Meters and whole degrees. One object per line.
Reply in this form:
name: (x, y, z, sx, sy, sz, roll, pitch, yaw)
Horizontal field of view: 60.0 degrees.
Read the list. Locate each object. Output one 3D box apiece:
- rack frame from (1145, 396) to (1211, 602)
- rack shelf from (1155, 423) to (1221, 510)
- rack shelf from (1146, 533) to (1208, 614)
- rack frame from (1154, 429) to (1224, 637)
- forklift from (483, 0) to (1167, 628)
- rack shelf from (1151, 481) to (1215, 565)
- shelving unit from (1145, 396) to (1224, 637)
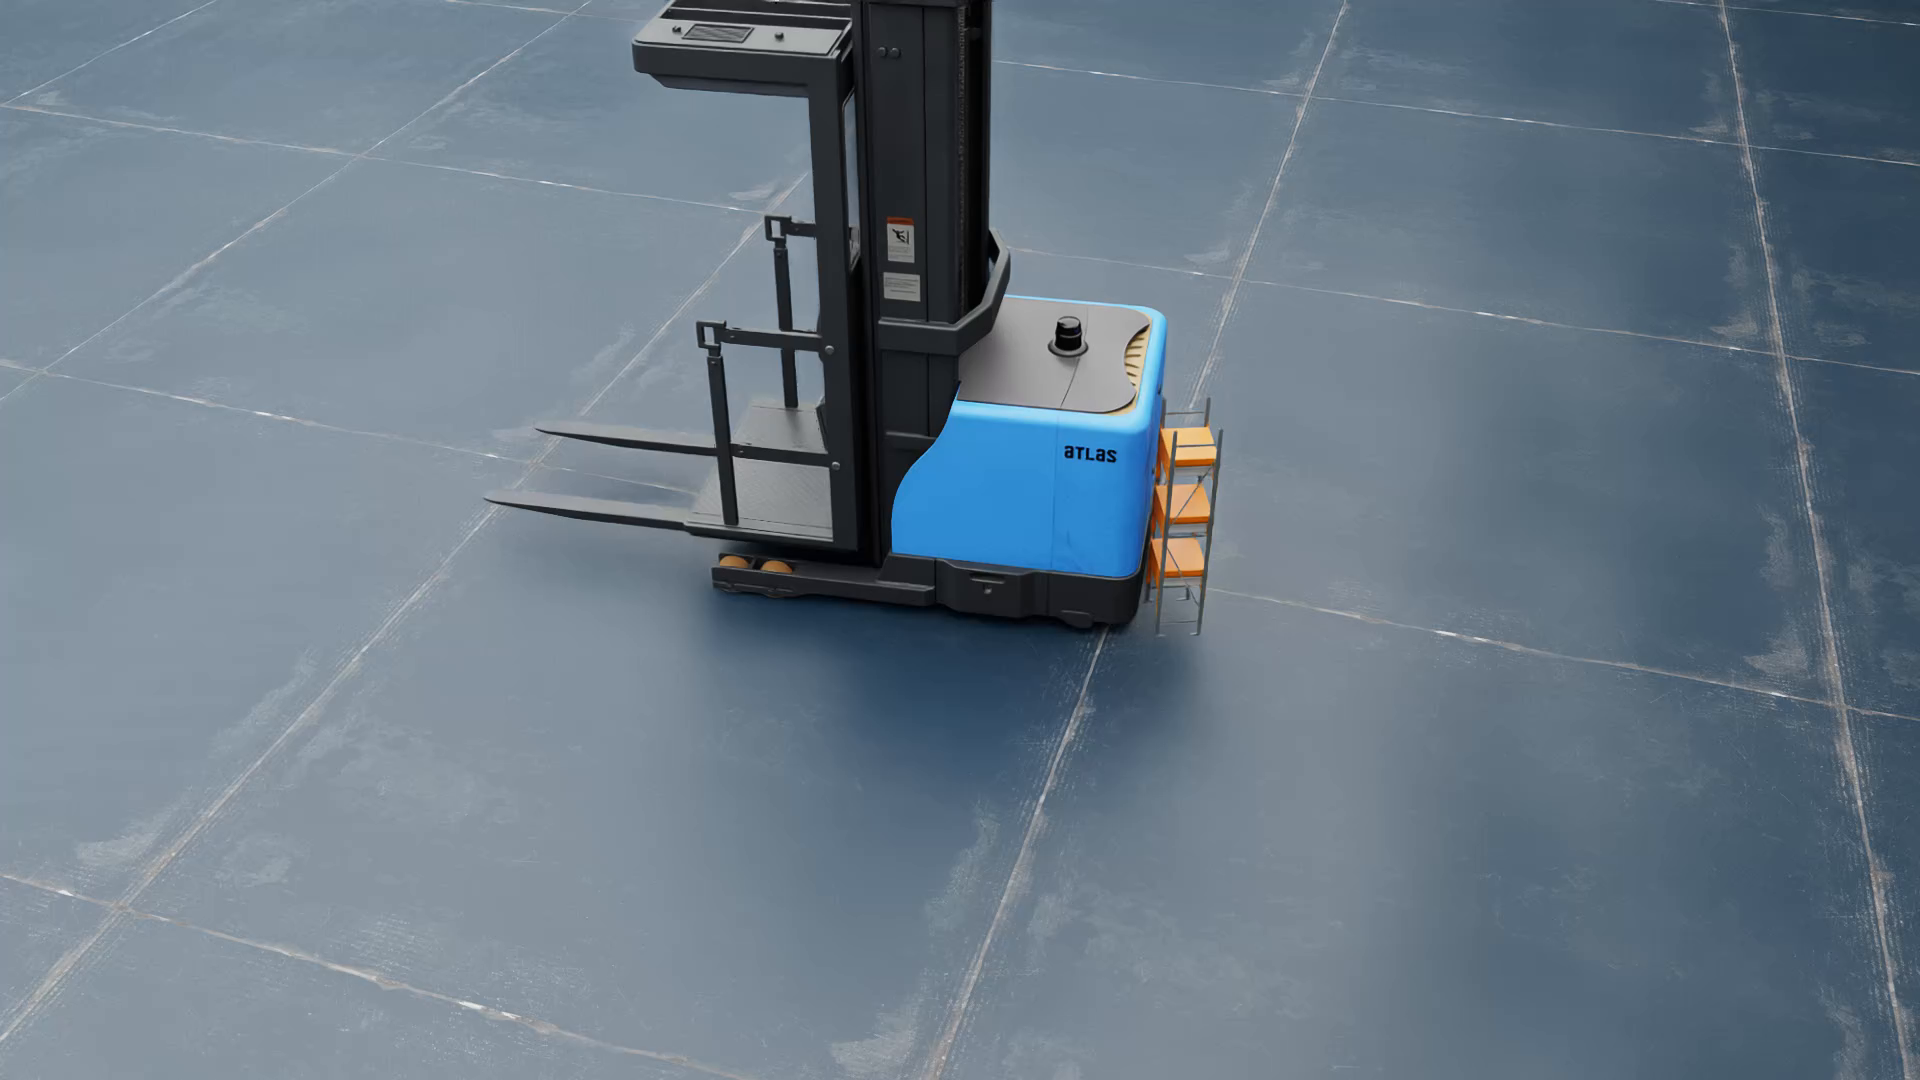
rack frame: (0.922, -0.155, 7.075, 0.200, 1.050, 0.008, -3, 36, -4)
rack shelf: (0.932, -0.303, 6.815, 0.215, 0.259, 0.240, -3, 36, -4)
rack shelf: (0.931, 0.149, 7.148, 0.215, 0.259, 0.240, -3, 36, -4)
rack frame: (0.941, -0.011, 6.879, 0.200, 1.050, 0.008, -3, 36, -4)
forklift: (-0.644, -1.222, 6.938, 3.031, 2.935, 1.130, 6, 37, 9)
rack shelf: (0.932, -0.075, 6.983, 0.215, 0.259, 0.240, -3, 36, -4)
shelving unit: (0.932, -0.083, 6.977, 0.215, 1.050, 0.252, -3, 36, -4)
